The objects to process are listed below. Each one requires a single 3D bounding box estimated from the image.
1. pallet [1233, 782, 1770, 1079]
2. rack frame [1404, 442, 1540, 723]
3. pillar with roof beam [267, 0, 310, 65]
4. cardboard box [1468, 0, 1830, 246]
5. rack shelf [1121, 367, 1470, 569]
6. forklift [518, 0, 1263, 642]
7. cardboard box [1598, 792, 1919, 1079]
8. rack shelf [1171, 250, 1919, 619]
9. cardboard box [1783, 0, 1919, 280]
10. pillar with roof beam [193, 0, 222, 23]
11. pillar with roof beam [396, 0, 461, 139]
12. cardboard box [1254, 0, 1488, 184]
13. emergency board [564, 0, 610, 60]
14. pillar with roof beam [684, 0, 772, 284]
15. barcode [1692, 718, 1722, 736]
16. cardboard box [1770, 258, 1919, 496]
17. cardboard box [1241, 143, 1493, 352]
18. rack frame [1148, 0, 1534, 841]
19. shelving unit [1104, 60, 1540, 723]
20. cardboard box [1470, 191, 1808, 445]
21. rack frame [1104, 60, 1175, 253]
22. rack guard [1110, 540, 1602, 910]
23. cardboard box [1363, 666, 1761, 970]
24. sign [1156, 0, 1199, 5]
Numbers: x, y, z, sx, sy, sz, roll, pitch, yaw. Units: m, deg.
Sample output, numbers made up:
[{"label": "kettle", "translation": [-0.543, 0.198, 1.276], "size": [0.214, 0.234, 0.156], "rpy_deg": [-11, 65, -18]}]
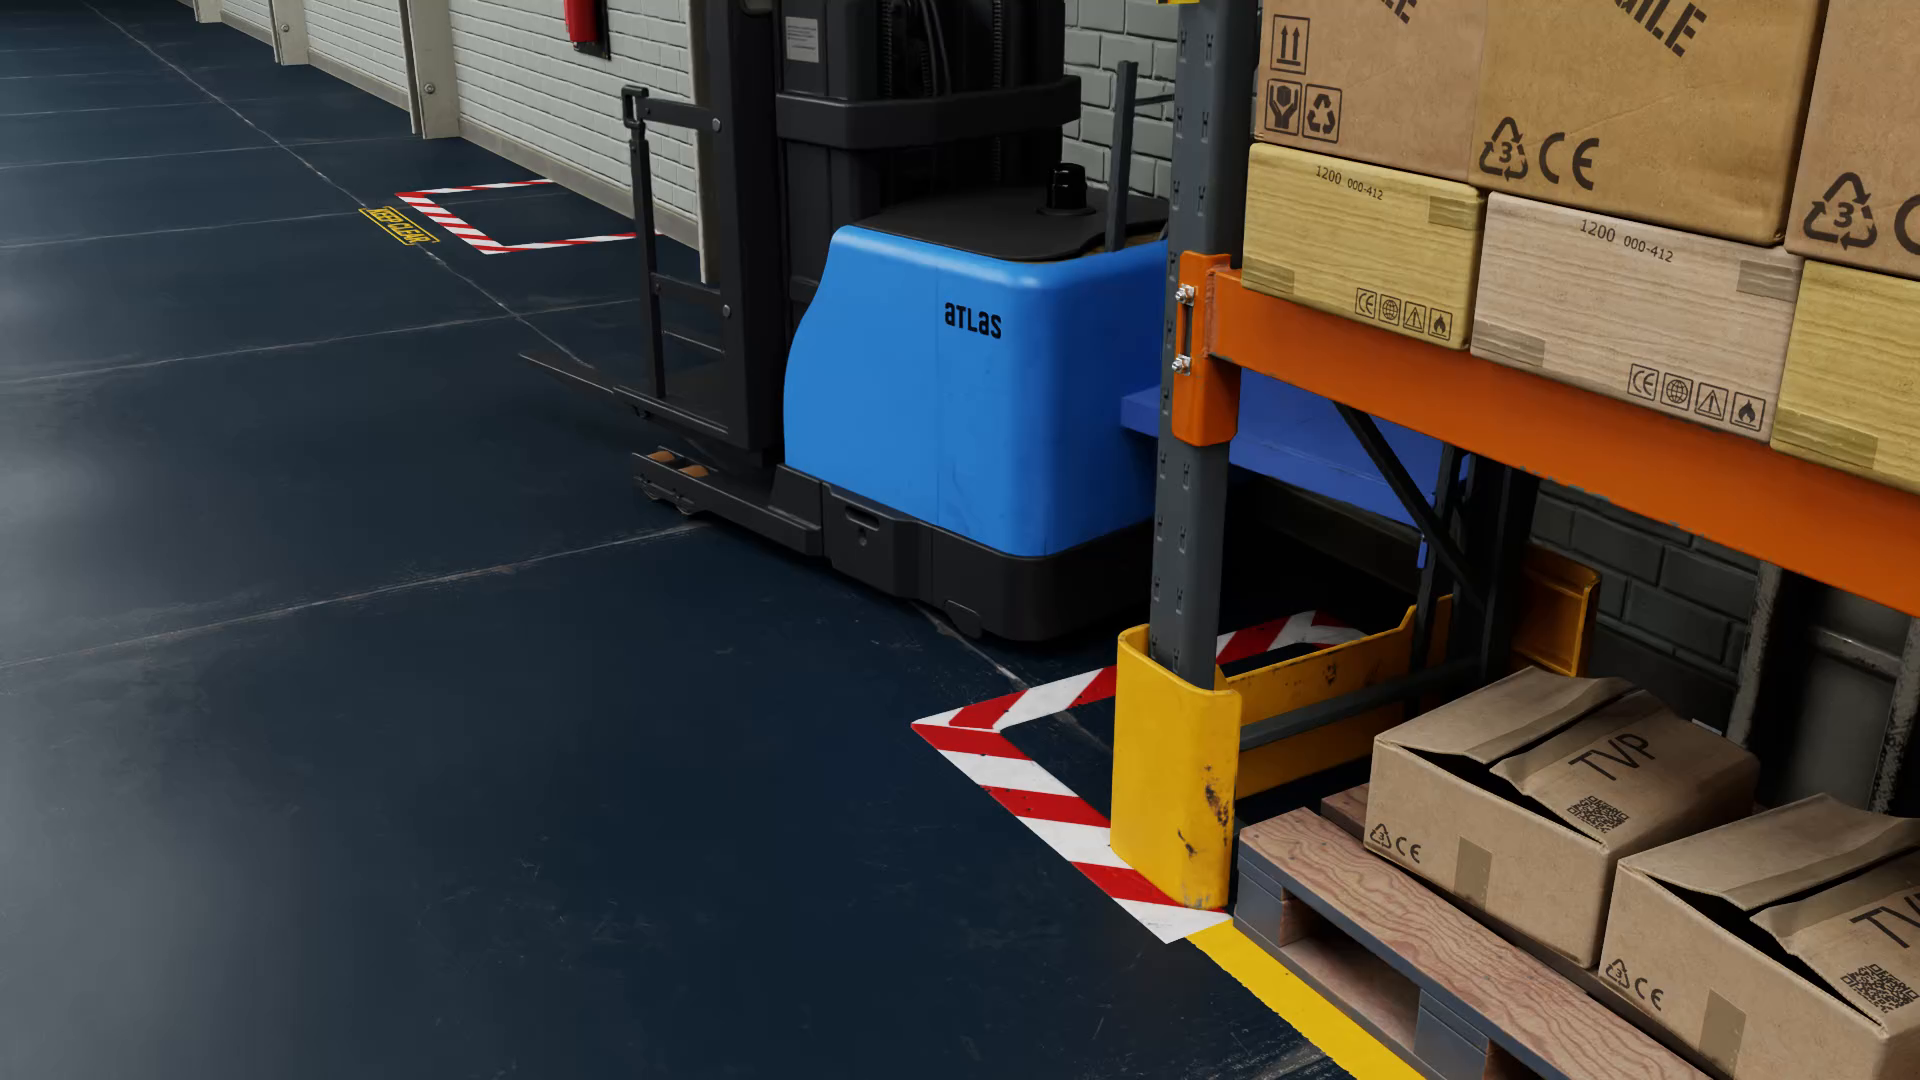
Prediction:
[{"label": "pallet", "translation": [1.281, 0.777, 3.118], "size": [1.003, 0.211, 1.213], "rpy_deg": [-13, 25, -28]}, {"label": "rack frame", "translation": [1.278, -0.247, 3.941], "size": [0.032, 1.500, 0.500], "rpy_deg": [23, 32, 38]}, {"label": "pillar with roof beam", "translation": [-10.937, -8.526, 14.338], "size": [9.100, 9.000, 0.400], "rpy_deg": [-13, 25, -28]}, {"label": "cardboard box", "translation": [1.087, -0.722, 2.280], "size": [0.500, 0.500, 0.500], "rpy_deg": [-13, 25, -28]}, {"label": "rack shelf", "translation": [0.906, -0.242, 4.332], "size": [1.000, 0.185, 0.538], "rpy_deg": [23, 32, 38]}, {"label": "forklift", "translation": [-0.463, -1.554, 5.242], "size": [1.130, 2.935, 3.031], "rpy_deg": [-19, 29, -39]}, {"label": "cardboard box", "translation": [1.424, 0.659, 2.693], "size": [0.500, 0.311, 0.500], "rpy_deg": [-10, 24, -24]}, {"label": "rack shelf", "translation": [1.879, 0.172, 1.860], "size": [1.077, 0.370, 4.000], "rpy_deg": [-13, 25, -28]}, {"label": "cardboard box", "translation": [1.345, -0.553, 1.866], "size": [0.500, 0.500, 0.500], "rpy_deg": [-14, 26, -30]}, {"label": "pillar with roof beam", "translation": [-14.002, -10.469, 19.117], "size": [9.100, 9.000, 0.400], "rpy_deg": [-13, 25, -28]}, {"label": "pillar with roof beam", "translation": [-7.872, -6.584, 9.560], "size": [9.100, 9.000, 0.400], "rpy_deg": [-13, 25, -28]}, {"label": "cardboard box", "translation": [0.843, -0.884, 2.678], "size": [0.500, 0.500, 0.500], "rpy_deg": [-13, 25, -28]}, {"label": "emergency board", "translation": [-2.336, -3.498, 9.934], "size": [0.194, 1.169, 0.643], "rpy_deg": [-13, 25, -28]}, {"label": "pillar with roof beam", "translation": [-4.808, -4.642, 4.781], "size": [9.100, 9.000, 0.400], "rpy_deg": [-13, 25, -28]}, {"label": "barcode", "translation": [1.486, 0.399, 3.321], "size": [0.001, 0.075, 0.075], "rpy_deg": [-13, 25, -28]}, {"label": "cardboard box", "translation": [1.366, -0.198, 1.988], "size": [0.500, 0.250, 0.500], "rpy_deg": [-13, 26, -29]}, {"label": "cardboard box", "translation": [0.833, -0.529, 2.803], "size": [0.500, 0.250, 0.500], "rpy_deg": [-13, 26, -30]}, {"label": "rack frame", "translation": [0.857, -0.809, 3.318], "size": [1.000, 3.000, 0.127], "rpy_deg": [-13, 25, -28]}, {"label": "shelving unit", "translation": [0.912, -0.405, 4.257], "size": [1.048, 1.500, 0.538], "rpy_deg": [23, 32, 38]}, {"label": "cardboard box", "translation": [1.111, -0.364, 2.396], "size": [0.500, 0.250, 0.500], "rpy_deg": [-13, 26, -30]}, {"label": "rack frame", "translation": [0.547, -0.564, 4.573], "size": [0.032, 1.500, 0.500], "rpy_deg": [23, 32, 38]}, {"label": "rack guard", "translation": [0.896, 0.374, 3.728], "size": [1.175, 0.500, 0.348], "rpy_deg": [-13, 25, -28]}, {"label": "cardboard box", "translation": [1.133, 0.474, 3.147], "size": [0.500, 0.311, 0.500], "rpy_deg": [-16, 27, -34]}, {"label": "sign", "translation": [0.391, -1.105, 2.898], "size": [0.100, 0.325, 0.005], "rpy_deg": [-13, 25, -28]}]
